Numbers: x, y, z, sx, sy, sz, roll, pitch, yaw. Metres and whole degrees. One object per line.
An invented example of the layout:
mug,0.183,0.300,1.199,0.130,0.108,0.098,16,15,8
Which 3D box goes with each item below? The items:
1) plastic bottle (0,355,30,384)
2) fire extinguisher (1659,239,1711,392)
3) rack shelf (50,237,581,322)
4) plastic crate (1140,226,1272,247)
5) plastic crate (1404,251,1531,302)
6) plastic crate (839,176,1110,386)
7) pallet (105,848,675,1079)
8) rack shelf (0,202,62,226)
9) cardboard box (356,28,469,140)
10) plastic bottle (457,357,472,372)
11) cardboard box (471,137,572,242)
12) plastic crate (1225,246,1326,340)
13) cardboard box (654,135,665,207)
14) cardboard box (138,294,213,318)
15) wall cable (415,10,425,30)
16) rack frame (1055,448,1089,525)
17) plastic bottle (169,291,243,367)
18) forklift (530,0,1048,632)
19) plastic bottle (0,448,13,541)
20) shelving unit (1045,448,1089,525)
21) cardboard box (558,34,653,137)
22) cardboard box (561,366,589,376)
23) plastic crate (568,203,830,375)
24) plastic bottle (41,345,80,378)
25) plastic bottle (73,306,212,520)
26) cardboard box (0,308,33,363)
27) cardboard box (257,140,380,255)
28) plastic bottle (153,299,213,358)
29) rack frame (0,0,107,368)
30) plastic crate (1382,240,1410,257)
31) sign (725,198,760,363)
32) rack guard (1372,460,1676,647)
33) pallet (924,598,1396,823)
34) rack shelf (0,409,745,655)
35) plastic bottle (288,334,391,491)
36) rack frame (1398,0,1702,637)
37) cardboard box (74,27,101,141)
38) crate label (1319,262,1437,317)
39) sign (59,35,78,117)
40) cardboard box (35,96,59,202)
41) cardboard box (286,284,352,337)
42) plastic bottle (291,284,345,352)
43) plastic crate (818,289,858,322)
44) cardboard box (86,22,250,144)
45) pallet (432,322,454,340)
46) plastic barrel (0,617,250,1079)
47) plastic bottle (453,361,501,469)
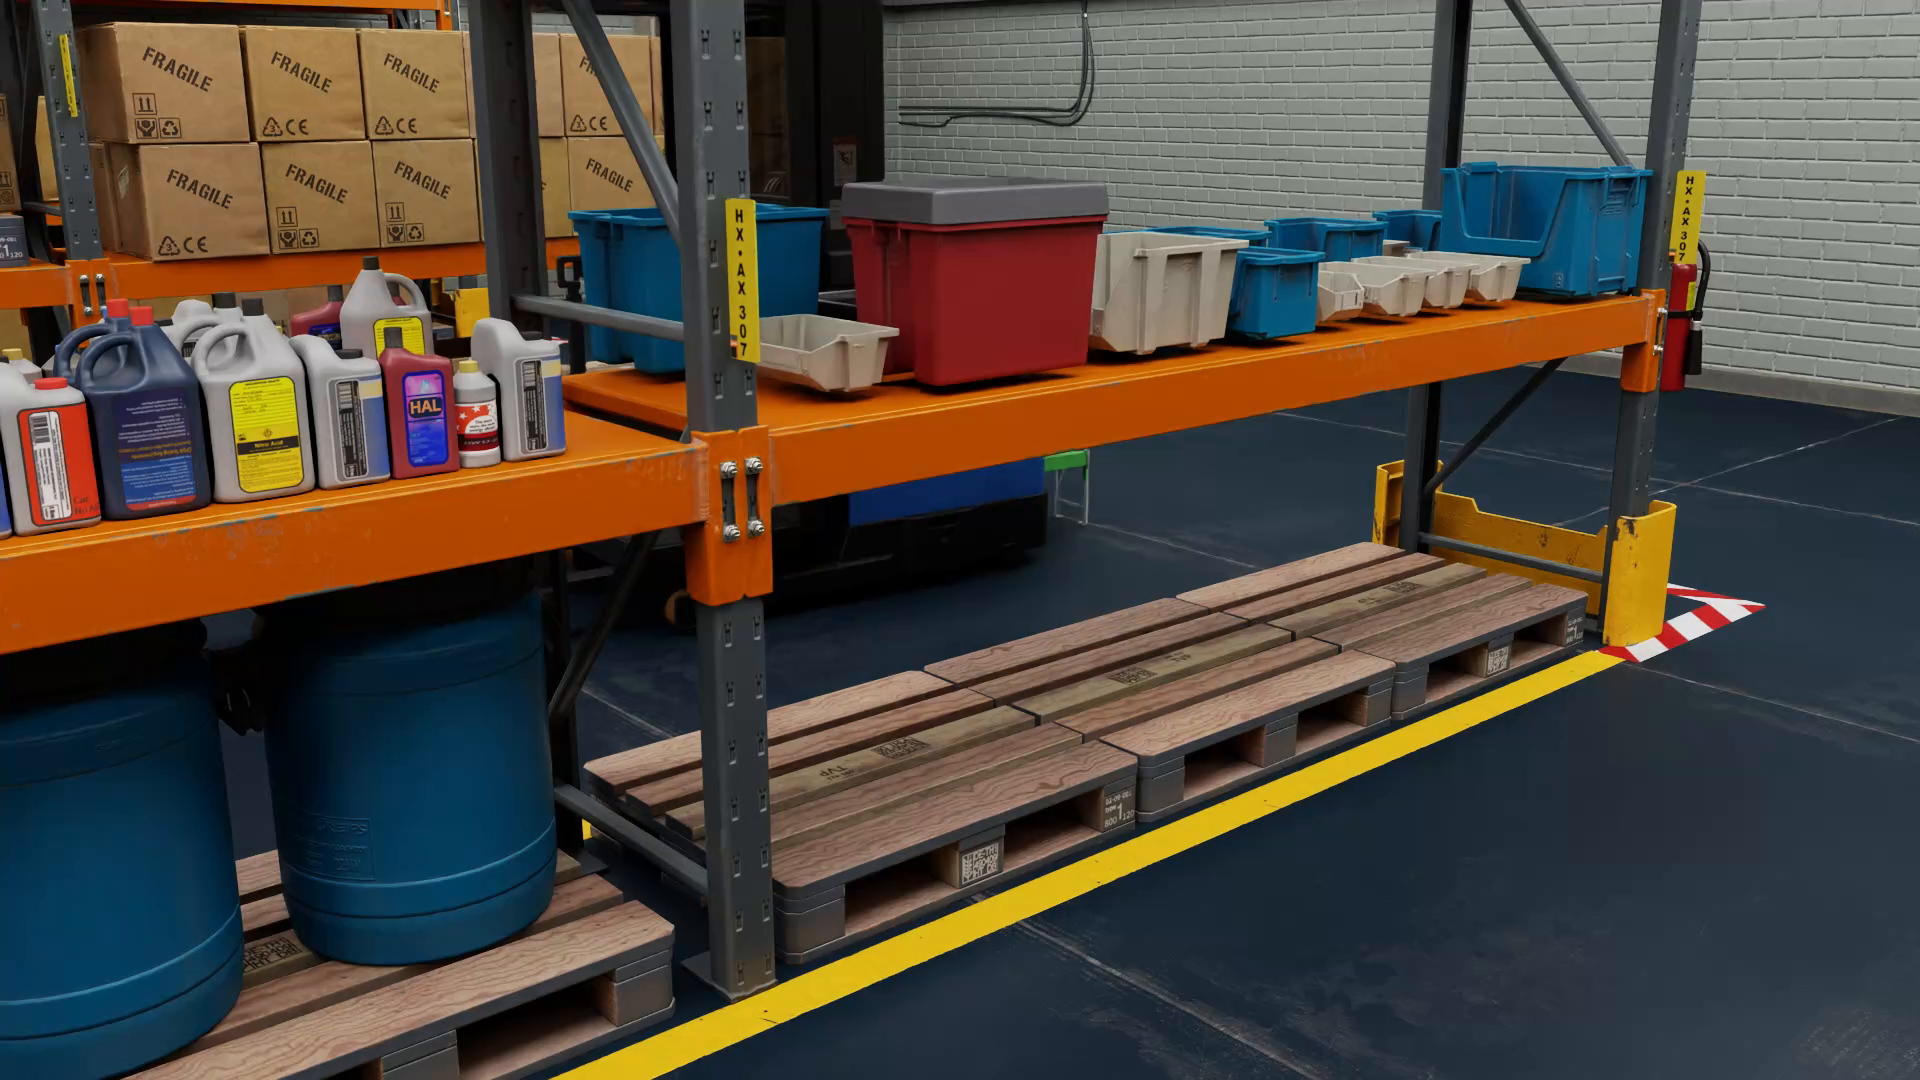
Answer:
plastic bottle,-1.636,-0.181,2.863,0.097,0.271,0.097,0,15,0
fire extinguisher,2.630,-0.896,6.163,0.183,0.674,0.296,-13,19,-39
rack shelf,-2.539,-1.455,8.778,4.000,0.370,1.077,-13,19,-39
plastic crate,0.823,-0.924,5.603,0.300,0.233,0.416,-13,19,-39
plastic crate,1.722,-0.904,5.718,0.243,0.136,0.396,-13,19,-39
plastic crate,0.039,-0.661,4.171,0.583,0.464,0.402,-13,19,-39
pallet,-1.409,0.971,3.705,1.213,0.211,1.003,-13,19,-39
rack shelf,-5.794,-2.419,12.386,4.000,0.370,1.077,-13,19,-39
cardboard box,-2.731,-2.194,8.022,0.500,0.500,0.500,-13,20,-41
plastic bottle,-0.980,-0.294,3.423,0.097,0.201,0.097,0,15,0
cardboard box,-2.339,-1.803,8.495,0.500,0.500,0.500,-13,20,-40
plastic crate,0.837,-0.726,4.865,0.300,0.233,0.416,-13,19,-39
cardboard box,-1.579,-1.972,9.126,0.500,0.500,0.500,-12,19,-39
cardboard box,-5.901,-1.700,12.333,0.500,0.500,0.700,-12,19,-38
wall cable,-3.940,-3.997,14.932,1.851,1.984,0.084,-13,19,-39
rack frame,0.542,-0.677,7.960,0.015,1.200,0.240,-10,18,-34
plastic bottle,-1.372,-0.283,3.094,0.185,0.351,0.144,-13,19,-39
forklift,-1.110,-1.214,6.617,3.031,2.935,1.130,-10,18,-34
plastic bottle,-1.642,-0.139,2.698,0.135,0.276,0.152,-13,19,-39
shelving unit,0.343,-0.641,7.824,0.503,1.200,0.258,-10,18,-34
cardboard box,-1.954,-2.369,8.675,0.500,0.500,0.500,-12,19,-38
cardboard box,-2.381,-0.819,9.479,0.500,0.250,0.500,-13,19,-39
plastic crate,-0.671,-0.665,4.343,0.575,0.384,0.392,-13,19,-39
plastic bottle,-1.853,-0.306,3.466,0.097,0.201,0.097,0,15,0
plastic bottle,-1.417,-0.224,2.872,0.185,0.351,0.144,-13,19,-39
cardboard box,-6.671,-1.529,11.692,0.500,0.500,0.700,-12,19,-39
cardboard box,-3.100,-1.632,7.855,0.500,0.500,0.500,-12,19,-38
plastic bottle,-1.674,-0.372,3.572,0.135,0.276,0.152,-13,19,-39
rack frame,-4.048,-1.464,7.417,0.127,3.000,1.000,-13,19,-39
plastic crate,1.520,-1.062,6.307,0.298,0.136,0.250,-13,19,-39
sign,-0.439,-0.525,3.366,0.005,0.325,0.100,-13,19,-39
rack guard,2.228,0.025,6.688,0.348,0.500,1.175,-13,19,-39
pallet,0.651,0.509,5.436,1.213,0.211,1.003,-13,19,-39
rack shelf,-2.308,0.188,2.628,4.000,0.370,1.077,-13,19,-39
plastic bottle,-1.160,-0.247,3.103,0.135,0.276,0.152,-13,19,-39
rack frame,2.218,-1.176,6.341,0.127,3.000,1.000,-13,19,-39
cardboard box,-3.836,-2.131,7.784,0.500,0.500,0.500,-13,19,-39
crate label,1.300,-0.806,5.350,0.243,0.136,0.396,-13,19,-39
sign,-3.681,-1.915,6.865,0.005,0.325,0.100,-13,19,-39
cardboard box,-6.328,-2.783,11.777,0.700,0.700,0.980,-13,20,-41
cardboard box,-5.125,-1.877,12.996,0.500,0.500,0.700,-13,20,-40
plastic bottle,-1.456,-0.441,3.813,0.133,0.283,0.061,-13,19,-39
plastic crate,-0.131,-0.637,4.737,0.590,0.125,0.437,-13,19,-39
cardboard box,-3.508,-2.020,7.368,0.500,0.500,0.500,-12,19,-38
pallet,-4.837,-1.607,13.357,1.213,0.211,1.003,-13,19,-39
plastic barrel,-1.755,0.521,3.239,0.708,0.901,0.600,-13,19,-39
plastic bottle,-0.954,-0.248,3.251,0.097,0.201,0.097,0,15,0
